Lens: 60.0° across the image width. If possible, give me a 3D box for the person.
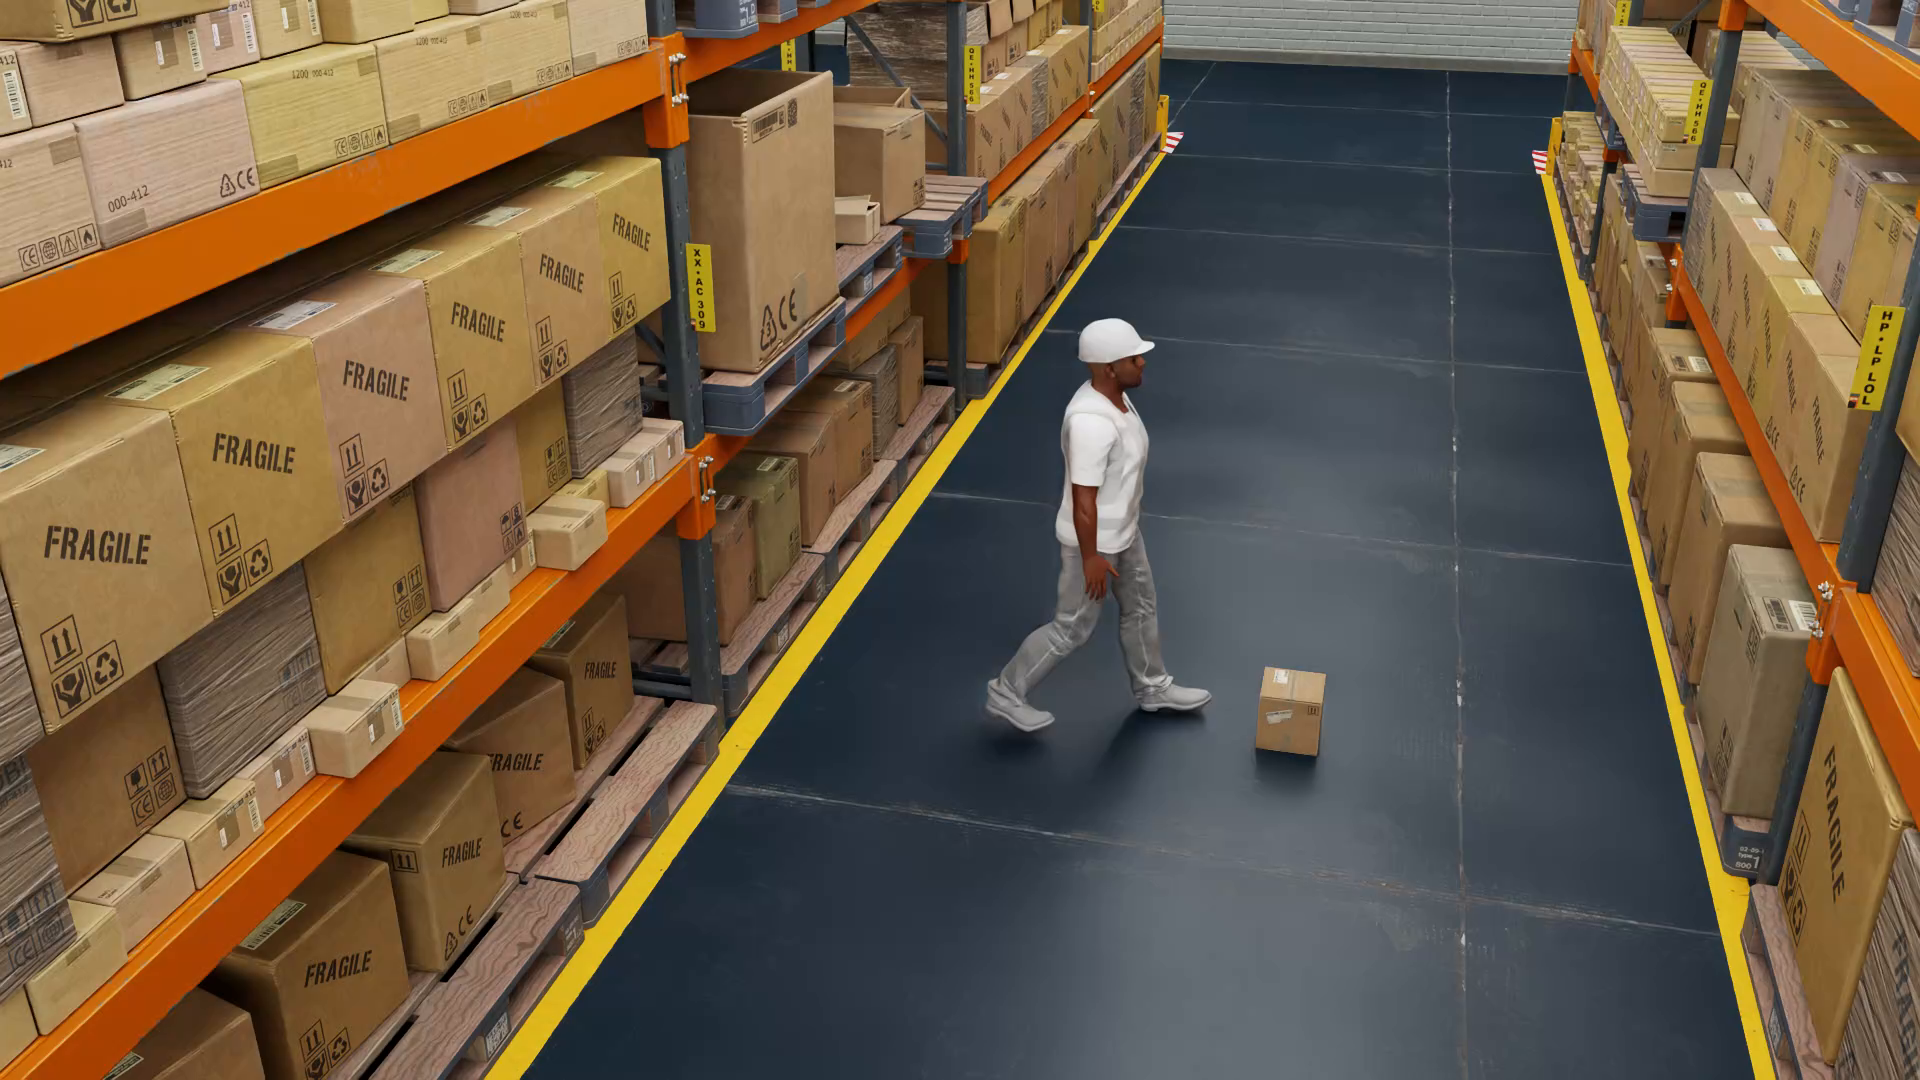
[{"bbox_3d":[0.586,-0.035,6.656,0.904,1.741,0.598,6,26,13],"label":"person"}]
